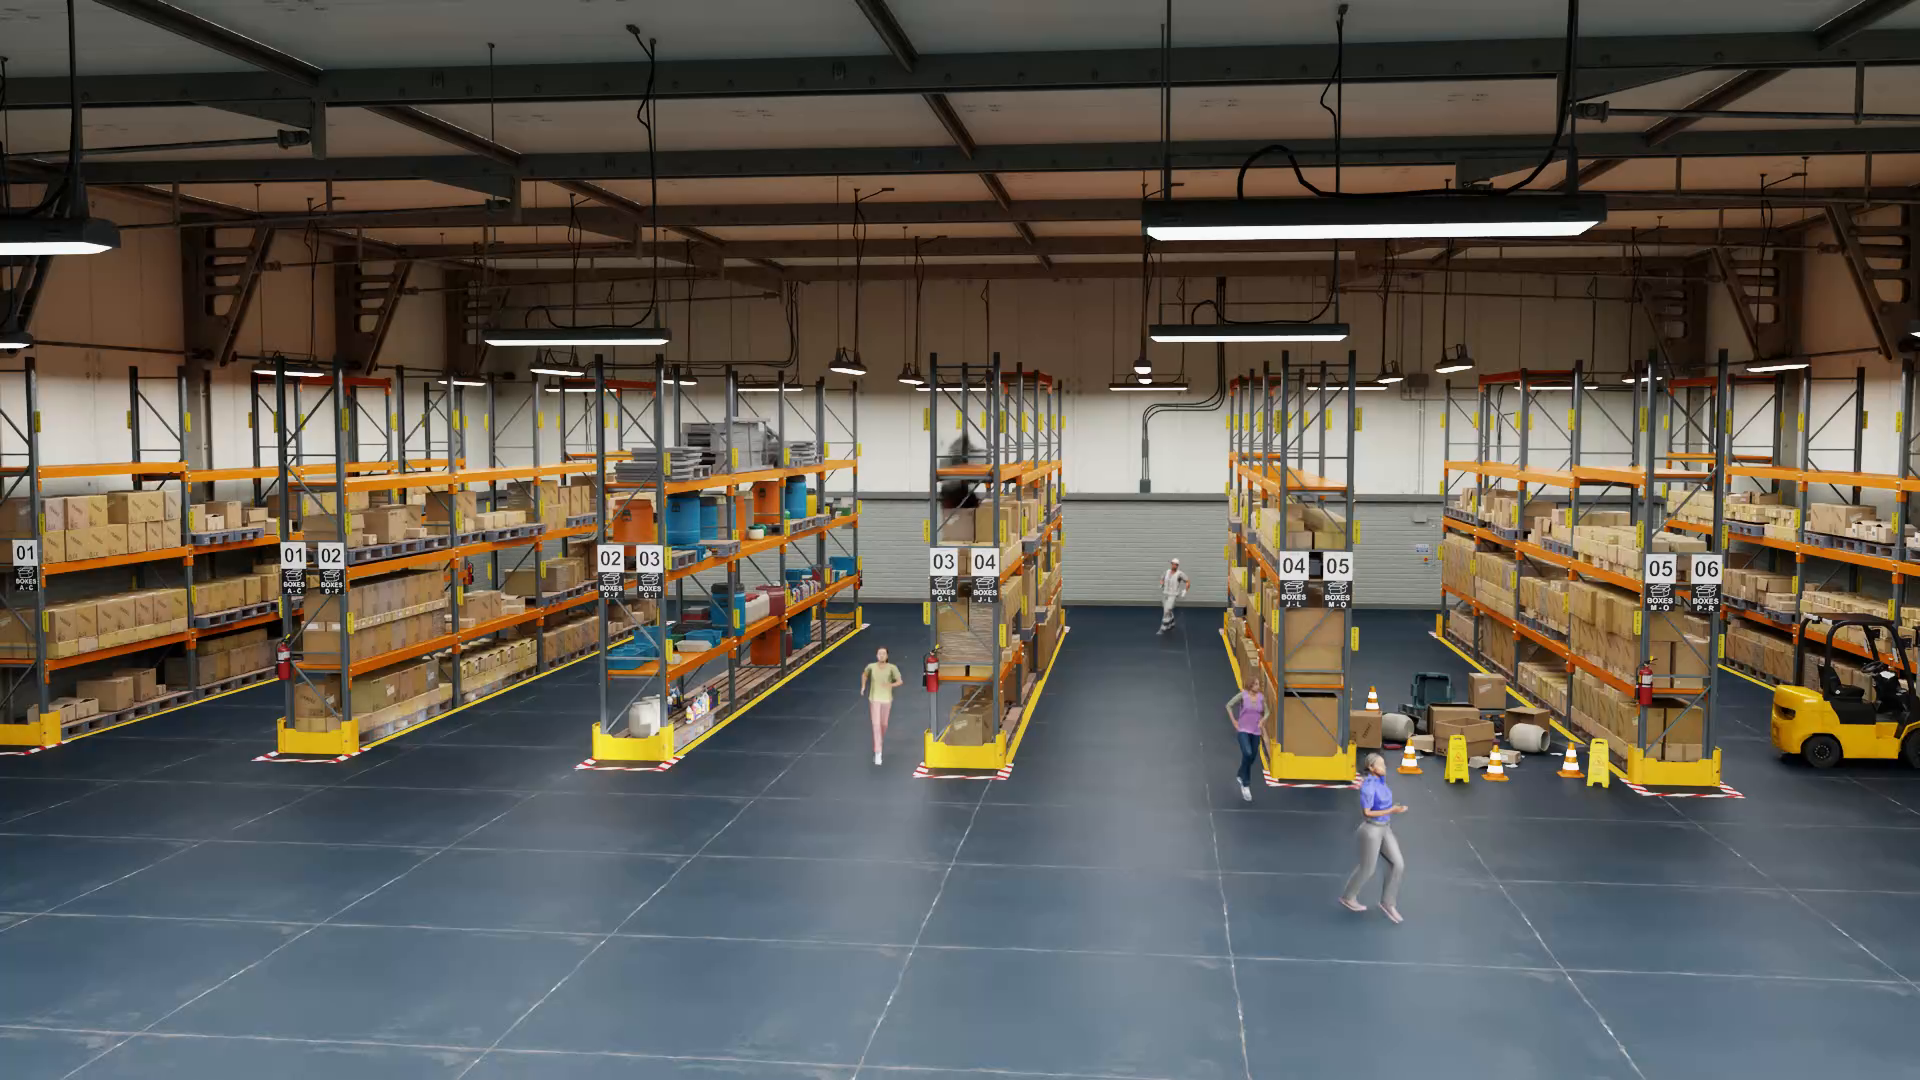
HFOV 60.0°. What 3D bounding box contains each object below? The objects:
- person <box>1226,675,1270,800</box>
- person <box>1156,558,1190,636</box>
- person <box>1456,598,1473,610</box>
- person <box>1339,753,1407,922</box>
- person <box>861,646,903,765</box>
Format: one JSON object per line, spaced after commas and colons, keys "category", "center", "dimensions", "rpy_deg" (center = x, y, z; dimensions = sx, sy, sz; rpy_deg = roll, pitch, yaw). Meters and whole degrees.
{"category": "person", "center": [3.904, 2.625, 22.400], "dimensions": [0.537, 1.621, 0.754], "rpy_deg": [-1, 4, -16]}
{"category": "person", "center": [4.984, 1.331, 39.206], "dimensions": [0.720, 1.795, 0.859], "rpy_deg": [4, 5, 41]}
{"category": "person", "center": [12.181, 1.288, 40.132], "dimensions": [0.718, 1.716, 0.923], "rpy_deg": [-3, 5, -40]}
{"category": "person", "center": [4.186, 2.995, 16.750], "dimensions": [0.714, 1.715, 0.556], "rpy_deg": [4, 5, 41]}
{"category": "person", "center": [-1.158, 2.418, 24.686], "dimensions": [0.613, 1.695, 0.902], "rpy_deg": [-1, 4, -8]}
